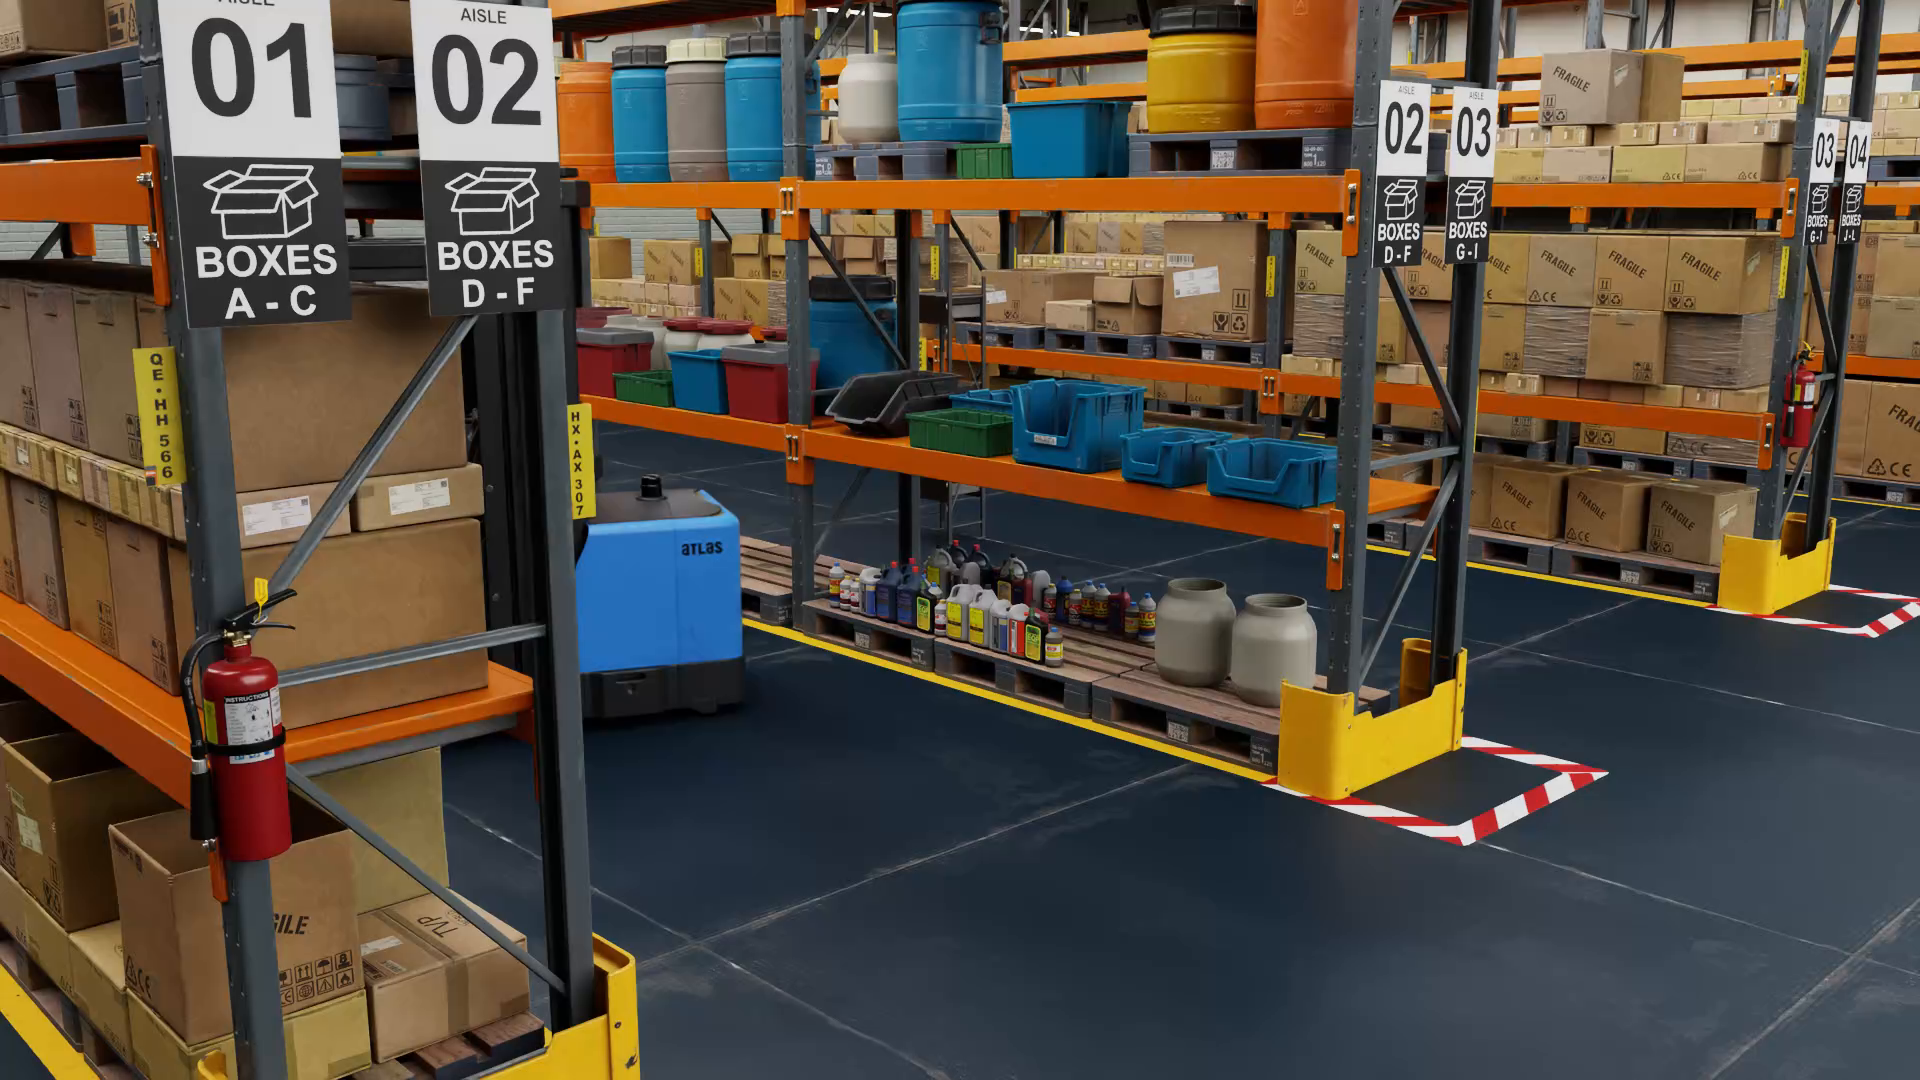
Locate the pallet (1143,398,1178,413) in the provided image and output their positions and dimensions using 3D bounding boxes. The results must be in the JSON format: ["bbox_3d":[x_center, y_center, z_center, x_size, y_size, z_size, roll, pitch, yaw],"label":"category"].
[{"bbox_3d":[2.434,-1.833,21.785,1.003,0.211,1.213,-11,16,-43],"label":"pallet"}]

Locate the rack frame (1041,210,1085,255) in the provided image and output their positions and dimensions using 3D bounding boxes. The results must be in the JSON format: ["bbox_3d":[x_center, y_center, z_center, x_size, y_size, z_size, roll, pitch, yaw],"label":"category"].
[{"bbox_3d":[1.797,-4.778,29.172,1.000,3.000,0.127,-11,16,-43],"label":"rack frame"}]

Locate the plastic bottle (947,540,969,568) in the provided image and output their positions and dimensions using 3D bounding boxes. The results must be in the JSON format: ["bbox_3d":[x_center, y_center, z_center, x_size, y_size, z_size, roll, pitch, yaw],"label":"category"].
[{"bbox_3d":[-0.013,0.180,10.580,0.185,0.351,0.144,11,16,44],"label":"plastic bottle"}]

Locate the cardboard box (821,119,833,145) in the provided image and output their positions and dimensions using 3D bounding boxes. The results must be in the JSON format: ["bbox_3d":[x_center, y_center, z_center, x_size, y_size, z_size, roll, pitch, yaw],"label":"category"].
[{"bbox_3d":[-1.272,-4.251,17.879,0.797,0.503,0.637,-11,16,-43],"label":"cardboard box"}]

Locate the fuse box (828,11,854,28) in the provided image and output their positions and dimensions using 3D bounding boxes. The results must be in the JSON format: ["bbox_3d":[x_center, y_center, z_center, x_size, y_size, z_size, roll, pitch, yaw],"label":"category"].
[{"bbox_3d":[-2.279,-10.064,32.032,0.513,0.334,0.176,-11,16,-43],"label":"fuse box"}]

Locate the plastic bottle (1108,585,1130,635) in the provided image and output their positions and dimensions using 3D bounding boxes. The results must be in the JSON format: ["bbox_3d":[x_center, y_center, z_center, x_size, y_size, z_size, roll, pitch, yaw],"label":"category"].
[{"bbox_3d":[0.926,0.399,9.682,0.061,0.283,0.133,-11,16,-42],"label":"plastic bottle"}]

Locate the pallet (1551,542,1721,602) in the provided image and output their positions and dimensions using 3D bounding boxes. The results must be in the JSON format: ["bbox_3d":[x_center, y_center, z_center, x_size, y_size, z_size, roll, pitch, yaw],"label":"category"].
[{"bbox_3d":[5.091,0.169,12.069,1.003,0.211,1.213,-11,16,-43],"label":"pallet"}]

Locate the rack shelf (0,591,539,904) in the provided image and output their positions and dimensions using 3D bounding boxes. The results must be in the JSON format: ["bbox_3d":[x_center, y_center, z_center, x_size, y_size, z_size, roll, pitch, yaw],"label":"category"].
[{"bbox_3d":[-2.870,0.378,5.926,1.077,0.370,4.000,-11,16,-43],"label":"rack shelf"}]

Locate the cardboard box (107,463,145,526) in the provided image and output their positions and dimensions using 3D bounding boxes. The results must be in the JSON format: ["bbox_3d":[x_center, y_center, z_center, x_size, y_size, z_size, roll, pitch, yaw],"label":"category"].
[{"bbox_3d":[-2.249,-0.154,4.869,0.380,0.149,0.250,-11,16,-43],"label":"cardboard box"}]

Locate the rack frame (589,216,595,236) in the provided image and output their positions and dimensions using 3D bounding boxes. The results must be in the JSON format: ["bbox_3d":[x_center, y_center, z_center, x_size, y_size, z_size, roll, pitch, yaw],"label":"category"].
[{"bbox_3d":[-5.371,-3.398,22.469,1.000,3.000,0.127,-11,16,-43],"label":"rack frame"}]

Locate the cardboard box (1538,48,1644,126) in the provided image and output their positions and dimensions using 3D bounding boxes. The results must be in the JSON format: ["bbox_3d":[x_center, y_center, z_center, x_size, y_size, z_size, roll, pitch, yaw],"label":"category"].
[{"bbox_3d":[4.425,-3.162,11.668,0.500,0.500,0.500,-11,16,-43],"label":"cardboard box"}]

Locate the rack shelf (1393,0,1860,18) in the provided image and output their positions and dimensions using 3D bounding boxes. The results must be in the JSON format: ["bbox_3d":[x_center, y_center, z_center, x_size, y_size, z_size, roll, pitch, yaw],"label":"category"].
[{"bbox_3d":[4.297,-3.939,12.019,1.077,0.370,4.000,-11,16,-43],"label":"rack shelf"}]

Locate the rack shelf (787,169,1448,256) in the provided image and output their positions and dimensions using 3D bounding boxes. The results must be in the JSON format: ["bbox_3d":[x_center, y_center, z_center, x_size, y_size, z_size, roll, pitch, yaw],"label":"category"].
[{"bbox_3d":[0.715,-1.781,8.971,1.077,0.370,4.000,-11,16,-43],"label":"rack shelf"}]

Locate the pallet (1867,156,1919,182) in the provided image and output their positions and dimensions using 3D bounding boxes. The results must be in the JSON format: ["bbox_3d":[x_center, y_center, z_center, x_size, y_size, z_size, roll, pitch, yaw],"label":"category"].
[{"bbox_3d":[8.816,-3.271,14.643,1.003,0.211,1.213,-11,16,-43],"label":"pallet"}]

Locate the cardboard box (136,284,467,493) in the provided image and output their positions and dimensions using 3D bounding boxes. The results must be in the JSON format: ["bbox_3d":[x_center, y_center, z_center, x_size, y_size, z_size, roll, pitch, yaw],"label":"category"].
[{"bbox_3d":[-1.839,-0.445,4.673,0.700,0.500,0.500,-11,16,-42],"label":"cardboard box"}]

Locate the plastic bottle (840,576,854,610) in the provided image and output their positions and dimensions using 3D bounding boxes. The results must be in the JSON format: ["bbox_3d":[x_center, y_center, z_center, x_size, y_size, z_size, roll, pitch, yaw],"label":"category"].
[{"bbox_3d":[-0.693,0.321,10.262,0.097,0.201,0.097,0,12,0],"label":"plastic bottle"}]

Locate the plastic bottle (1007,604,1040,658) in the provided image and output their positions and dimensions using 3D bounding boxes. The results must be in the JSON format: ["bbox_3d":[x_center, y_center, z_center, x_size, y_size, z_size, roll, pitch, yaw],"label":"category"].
[{"bbox_3d":[0.357,0.499,9.217,0.152,0.276,0.135,-11,16,-42],"label":"plastic bottle"}]

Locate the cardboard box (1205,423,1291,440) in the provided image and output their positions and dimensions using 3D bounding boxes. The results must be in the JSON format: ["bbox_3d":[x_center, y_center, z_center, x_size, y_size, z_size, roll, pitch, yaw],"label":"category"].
[{"bbox_3d":[2.508,-0.730,14.626,0.500,0.500,0.700,10,15,41],"label":"cardboard box"}]

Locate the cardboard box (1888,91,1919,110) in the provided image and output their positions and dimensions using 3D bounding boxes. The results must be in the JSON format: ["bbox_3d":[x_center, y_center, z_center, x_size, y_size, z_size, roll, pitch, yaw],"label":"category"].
[{"bbox_3d":[8.329,-3.844,14.559,0.380,0.149,0.250,-11,16,-42],"label":"cardboard box"}]

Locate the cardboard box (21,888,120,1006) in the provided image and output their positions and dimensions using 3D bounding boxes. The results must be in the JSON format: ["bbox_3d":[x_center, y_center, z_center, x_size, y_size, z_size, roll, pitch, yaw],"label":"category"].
[{"bbox_3d":[-2.773,1.277,5.551,0.500,0.250,0.500,-11,16,-43],"label":"cardboard box"}]

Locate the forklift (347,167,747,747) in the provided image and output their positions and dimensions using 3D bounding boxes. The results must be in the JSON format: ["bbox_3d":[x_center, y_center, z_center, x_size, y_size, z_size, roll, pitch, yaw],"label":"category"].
[{"bbox_3d":[-2.720,-0.499,8.572,3.031,2.935,1.130,-4,12,-19],"label":"forklift"}]

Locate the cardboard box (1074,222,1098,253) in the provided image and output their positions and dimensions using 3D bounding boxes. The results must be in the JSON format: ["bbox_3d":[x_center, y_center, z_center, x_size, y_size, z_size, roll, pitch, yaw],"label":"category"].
[{"bbox_3d":[2.284,-5.133,28.167,0.500,0.500,0.500,11,16,44],"label":"cardboard box"}]

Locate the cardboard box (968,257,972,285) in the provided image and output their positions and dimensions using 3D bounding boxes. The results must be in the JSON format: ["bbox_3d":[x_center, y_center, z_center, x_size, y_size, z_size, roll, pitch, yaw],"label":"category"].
[{"bbox_3d":[0.152,-3.792,23.399,0.500,0.500,0.500,11,16,44],"label":"cardboard box"}]

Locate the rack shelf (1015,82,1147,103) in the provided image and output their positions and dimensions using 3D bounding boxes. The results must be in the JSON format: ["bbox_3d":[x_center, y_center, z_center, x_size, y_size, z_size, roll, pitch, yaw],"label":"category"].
[{"bbox_3d":[2.430,-5.588,21.009,1.077,0.370,4.000,-11,16,-43],"label":"rack shelf"}]

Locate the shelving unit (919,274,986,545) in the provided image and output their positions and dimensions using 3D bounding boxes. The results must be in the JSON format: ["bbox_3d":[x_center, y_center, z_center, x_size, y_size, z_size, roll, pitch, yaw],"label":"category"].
[{"bbox_3d":[-0.114,-1.053,13.317,0.431,2.100,0.503,-11,16,-43],"label":"shelving unit"}]

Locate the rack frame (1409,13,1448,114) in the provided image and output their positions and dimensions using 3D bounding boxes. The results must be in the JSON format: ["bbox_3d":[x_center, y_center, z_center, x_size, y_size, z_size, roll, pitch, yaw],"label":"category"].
[{"bbox_3d":[8.146,-7.825,29.093,1.000,3.000,0.127,-11,16,-43],"label":"rack frame"}]

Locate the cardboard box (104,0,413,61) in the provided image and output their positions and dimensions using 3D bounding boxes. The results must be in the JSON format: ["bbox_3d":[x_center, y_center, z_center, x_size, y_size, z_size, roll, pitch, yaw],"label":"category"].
[{"bbox_3d":[-1.883,-1.561,4.477,0.797,0.503,0.637,-9,15,-39],"label":"cardboard box"}]

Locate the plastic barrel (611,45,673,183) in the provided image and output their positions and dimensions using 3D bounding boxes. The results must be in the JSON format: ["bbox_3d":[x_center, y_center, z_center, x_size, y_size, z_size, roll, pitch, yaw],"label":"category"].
[{"bbox_3d":[-2.078,-2.906,11.405,0.600,0.901,0.708,-11,16,-43],"label":"plastic barrel"}]

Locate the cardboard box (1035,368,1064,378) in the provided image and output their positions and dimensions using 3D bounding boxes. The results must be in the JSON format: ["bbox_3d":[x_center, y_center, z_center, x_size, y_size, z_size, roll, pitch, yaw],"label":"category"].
[{"bbox_3d":[1.367,-2.327,22.425,0.500,0.500,0.500,-10,15,-40],"label":"cardboard box"}]

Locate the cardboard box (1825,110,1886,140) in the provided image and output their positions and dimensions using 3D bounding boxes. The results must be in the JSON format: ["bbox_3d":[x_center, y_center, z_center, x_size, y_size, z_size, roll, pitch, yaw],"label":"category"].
[{"bbox_3d":[8.105,-3.714,14.917,0.500,0.250,0.500,-11,16,-43],"label":"cardboard box"}]

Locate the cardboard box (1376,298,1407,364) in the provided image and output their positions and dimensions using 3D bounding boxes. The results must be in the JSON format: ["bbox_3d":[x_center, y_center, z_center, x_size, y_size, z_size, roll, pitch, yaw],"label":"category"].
[{"bbox_3d":[3.502,-1.689,13.190,0.875,0.500,0.500,-11,16,-43],"label":"cardboard box"}]

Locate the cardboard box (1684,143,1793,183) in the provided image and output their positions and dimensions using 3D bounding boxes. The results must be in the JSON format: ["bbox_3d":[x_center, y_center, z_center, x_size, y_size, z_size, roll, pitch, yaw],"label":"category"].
[{"bbox_3d":[5.162,-2.493,11.017,0.500,0.250,0.500,-10,16,-41],"label":"cardboard box"}]

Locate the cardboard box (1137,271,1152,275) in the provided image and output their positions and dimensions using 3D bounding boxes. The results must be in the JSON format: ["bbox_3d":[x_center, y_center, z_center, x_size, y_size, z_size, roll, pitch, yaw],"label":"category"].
[{"bbox_3d":[2.429,-3.293,20.808,0.380,0.149,0.250,-11,16,-43],"label":"cardboard box"}]

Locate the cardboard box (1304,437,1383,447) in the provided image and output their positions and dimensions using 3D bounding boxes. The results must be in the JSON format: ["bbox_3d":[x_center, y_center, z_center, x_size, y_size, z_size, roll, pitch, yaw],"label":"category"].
[{"bbox_3d":[3.163,-0.564,13.868,0.500,0.500,0.500,11,16,43],"label":"cardboard box"}]

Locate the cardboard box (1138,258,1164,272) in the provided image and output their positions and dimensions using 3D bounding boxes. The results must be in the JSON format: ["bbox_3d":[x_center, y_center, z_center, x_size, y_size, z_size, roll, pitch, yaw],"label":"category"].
[{"bbox_3d":[2.439,-3.438,20.771,0.380,0.149,0.250,-11,16,-43],"label":"cardboard box"}]

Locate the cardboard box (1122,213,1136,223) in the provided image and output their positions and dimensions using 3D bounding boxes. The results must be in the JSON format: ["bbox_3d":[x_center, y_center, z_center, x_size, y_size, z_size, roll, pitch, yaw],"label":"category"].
[{"bbox_3d":[2.882,-5.312,27.429,0.250,0.149,0.380,11,16,44],"label":"cardboard box"}]

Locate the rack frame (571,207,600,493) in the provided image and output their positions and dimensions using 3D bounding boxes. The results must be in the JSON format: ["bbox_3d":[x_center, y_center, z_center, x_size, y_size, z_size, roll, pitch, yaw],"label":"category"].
[{"bbox_3d":[-3.428,-1.540,13.452,1.000,3.000,0.127,-11,16,-43],"label":"rack frame"}]

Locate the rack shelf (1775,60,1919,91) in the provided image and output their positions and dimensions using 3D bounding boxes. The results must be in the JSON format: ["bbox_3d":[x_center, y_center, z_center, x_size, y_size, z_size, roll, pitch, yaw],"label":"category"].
[{"bbox_3d":[11.465,-5.320,18.722,1.077,0.370,4.000,-11,16,-43],"label":"rack shelf"}]

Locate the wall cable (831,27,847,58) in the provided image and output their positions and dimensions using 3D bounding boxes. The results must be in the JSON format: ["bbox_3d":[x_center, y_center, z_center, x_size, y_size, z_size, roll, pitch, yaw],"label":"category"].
[{"bbox_3d":[-2.335,-8.508,32.405,0.463,3.000,0.029,-11,16,-43],"label":"wall cable"}]

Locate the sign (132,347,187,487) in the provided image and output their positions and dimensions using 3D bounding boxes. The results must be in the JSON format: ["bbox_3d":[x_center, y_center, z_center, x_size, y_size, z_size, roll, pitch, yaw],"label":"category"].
[{"bbox_3d":[-1.891,-0.292,3.939,0.100,0.325,0.005,-11,16,-43],"label":"sign"}]

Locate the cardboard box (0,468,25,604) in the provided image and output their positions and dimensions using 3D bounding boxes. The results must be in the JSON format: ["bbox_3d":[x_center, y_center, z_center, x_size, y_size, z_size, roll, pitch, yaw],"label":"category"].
[{"bbox_3d":[-3.228,-0.102,6.223,0.700,0.500,0.500,-11,16,-42],"label":"cardboard box"}]

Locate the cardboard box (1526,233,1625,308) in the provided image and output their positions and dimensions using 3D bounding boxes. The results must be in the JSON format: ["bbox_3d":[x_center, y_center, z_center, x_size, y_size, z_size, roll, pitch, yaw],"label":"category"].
[{"bbox_3d":[4.427,-1.938,11.922,0.500,0.500,0.500,-11,16,-43],"label":"cardboard box"}]

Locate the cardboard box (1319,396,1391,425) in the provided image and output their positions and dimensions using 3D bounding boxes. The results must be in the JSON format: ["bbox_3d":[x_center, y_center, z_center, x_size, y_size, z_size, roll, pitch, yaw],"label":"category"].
[{"bbox_3d":[4.773,-1.782,19.160,1.050,0.750,0.750,-11,16,-42],"label":"cardboard box"}]

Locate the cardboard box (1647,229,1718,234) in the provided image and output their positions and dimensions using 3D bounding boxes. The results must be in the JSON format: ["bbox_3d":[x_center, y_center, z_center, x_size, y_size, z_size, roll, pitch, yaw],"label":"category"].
[{"bbox_3d":[7.267,-2.802,16.532,0.875,0.550,0.550,-11,16,-43],"label":"cardboard box"}]

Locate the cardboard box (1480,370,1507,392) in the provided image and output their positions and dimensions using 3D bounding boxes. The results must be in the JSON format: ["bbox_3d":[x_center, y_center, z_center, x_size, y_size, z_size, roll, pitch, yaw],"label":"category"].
[{"bbox_3d":[4.098,-1.203,12.438,0.380,0.149,0.250,-11,16,-43],"label":"cardboard box"}]

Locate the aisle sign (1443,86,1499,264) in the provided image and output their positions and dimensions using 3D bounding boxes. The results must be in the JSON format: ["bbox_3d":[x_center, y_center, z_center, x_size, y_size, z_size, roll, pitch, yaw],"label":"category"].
[{"bbox_3d":[2.358,-1.676,7.669,0.394,0.787,0.004,-11,16,-43],"label":"aisle sign"}]

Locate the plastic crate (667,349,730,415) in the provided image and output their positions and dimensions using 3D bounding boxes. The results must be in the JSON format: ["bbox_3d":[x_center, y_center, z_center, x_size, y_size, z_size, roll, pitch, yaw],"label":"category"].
[{"bbox_3d":[-1.653,-1.066,11.191,0.392,0.384,0.575,-11,16,-43],"label":"plastic crate"}]

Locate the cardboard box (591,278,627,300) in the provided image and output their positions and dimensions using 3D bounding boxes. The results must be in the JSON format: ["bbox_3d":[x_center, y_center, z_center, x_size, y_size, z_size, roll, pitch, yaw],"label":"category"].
[{"bbox_3d":[-4.526,-3.213,21.209,0.500,0.250,0.500,11,16,43],"label":"cardboard box"}]

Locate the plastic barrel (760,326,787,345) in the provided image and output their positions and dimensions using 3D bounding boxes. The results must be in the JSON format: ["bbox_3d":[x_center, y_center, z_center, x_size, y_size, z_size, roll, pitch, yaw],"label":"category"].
[{"bbox_3d":[-1.168,-1.193,11.430,0.433,0.535,0.433,0,12,0],"label":"plastic barrel"}]

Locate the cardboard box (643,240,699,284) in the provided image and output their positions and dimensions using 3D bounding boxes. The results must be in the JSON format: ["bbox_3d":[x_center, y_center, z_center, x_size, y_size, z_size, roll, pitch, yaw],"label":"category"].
[{"bbox_3d":[-3.462,-3.357,20.047,0.500,0.500,0.500,-11,16,-42],"label":"cardboard box"}]
